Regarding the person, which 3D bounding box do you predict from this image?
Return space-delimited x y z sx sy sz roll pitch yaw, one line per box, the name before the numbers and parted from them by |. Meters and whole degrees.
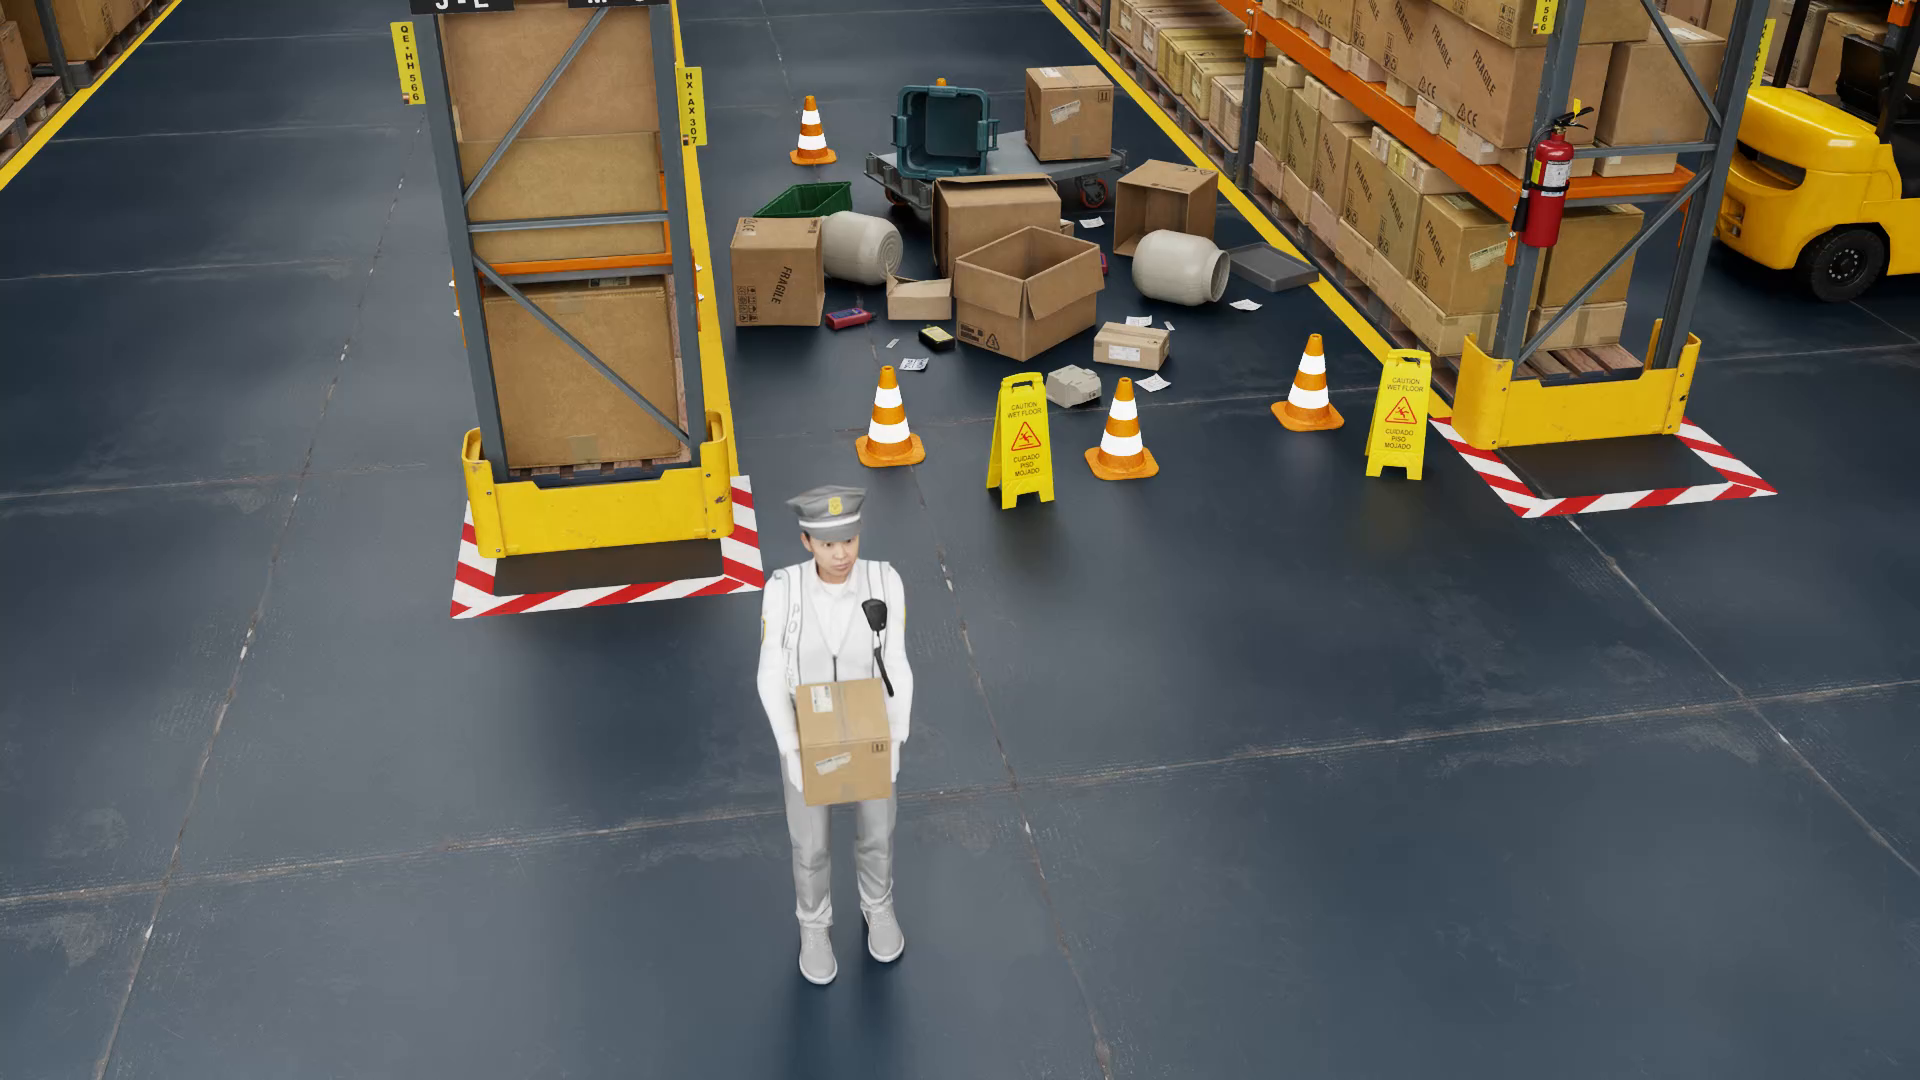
person | -0.371 0.625 5.066 0.459 1.687 0.546 -5 31 -8
